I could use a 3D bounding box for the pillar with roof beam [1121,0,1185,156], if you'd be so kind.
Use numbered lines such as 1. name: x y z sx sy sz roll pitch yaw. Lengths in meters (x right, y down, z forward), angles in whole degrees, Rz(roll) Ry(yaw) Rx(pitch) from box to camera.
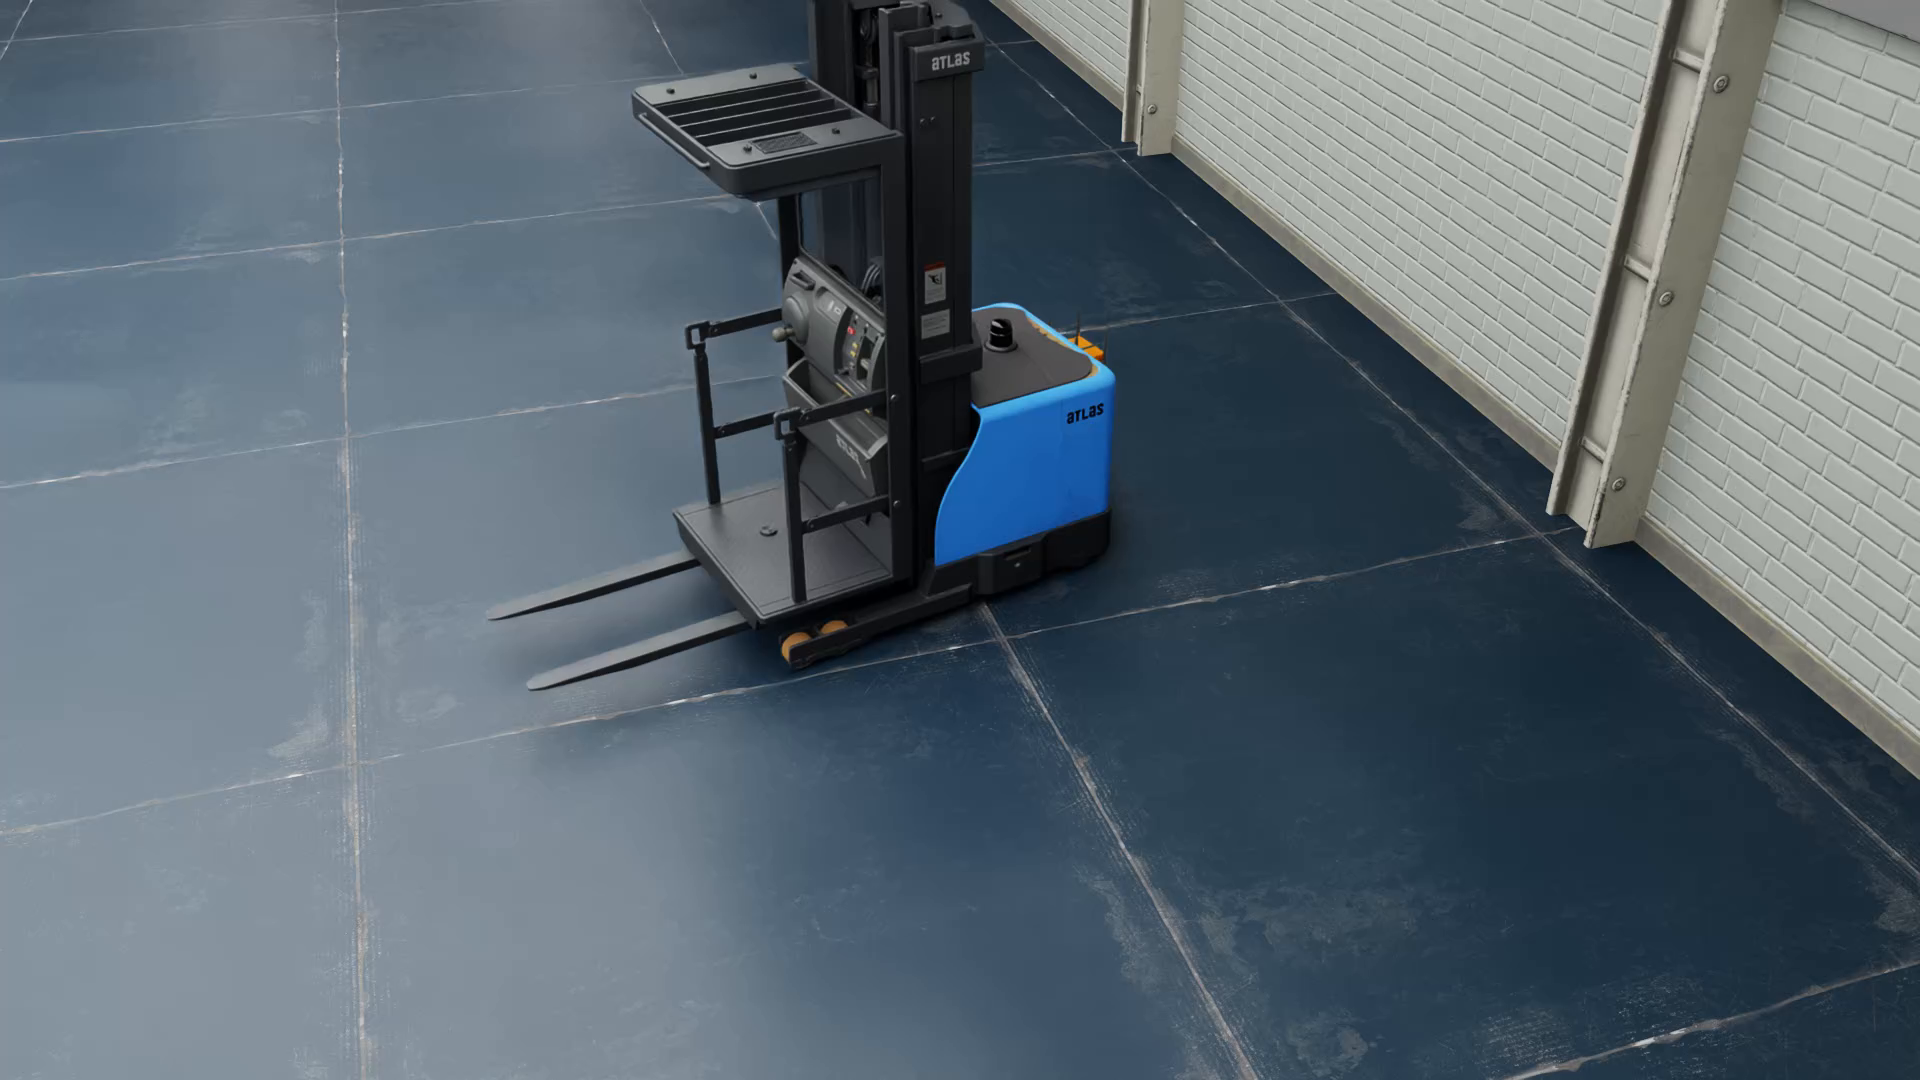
1. pillar with roof beam: -2.560 -6.263 10.066 9.100 9.000 0.400 -10 35 -15

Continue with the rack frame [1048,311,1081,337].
1. rack frame: 0.541 -0.724 8.893 0.200 1.050 0.008 -18 38 -26

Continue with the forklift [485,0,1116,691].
1. forklift: -0.762 -0.953 7.533 3.031 2.935 1.130 -18 37 -25

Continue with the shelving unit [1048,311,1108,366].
1. shelving unit: 0.604 -0.666 8.806 0.215 1.050 0.252 -18 38 -26

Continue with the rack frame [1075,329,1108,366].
1. rack frame: 0.667 -0.608 8.718 0.200 1.050 0.008 -18 38 -26

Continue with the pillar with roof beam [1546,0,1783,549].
1. pillar with roof beam: -0.730 -3.113 5.299 9.100 9.000 0.400 -10 35 -15

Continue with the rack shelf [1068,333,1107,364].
1. rack shelf: 0.604 -0.894 8.655 0.215 0.259 0.240 -18 38 -26
